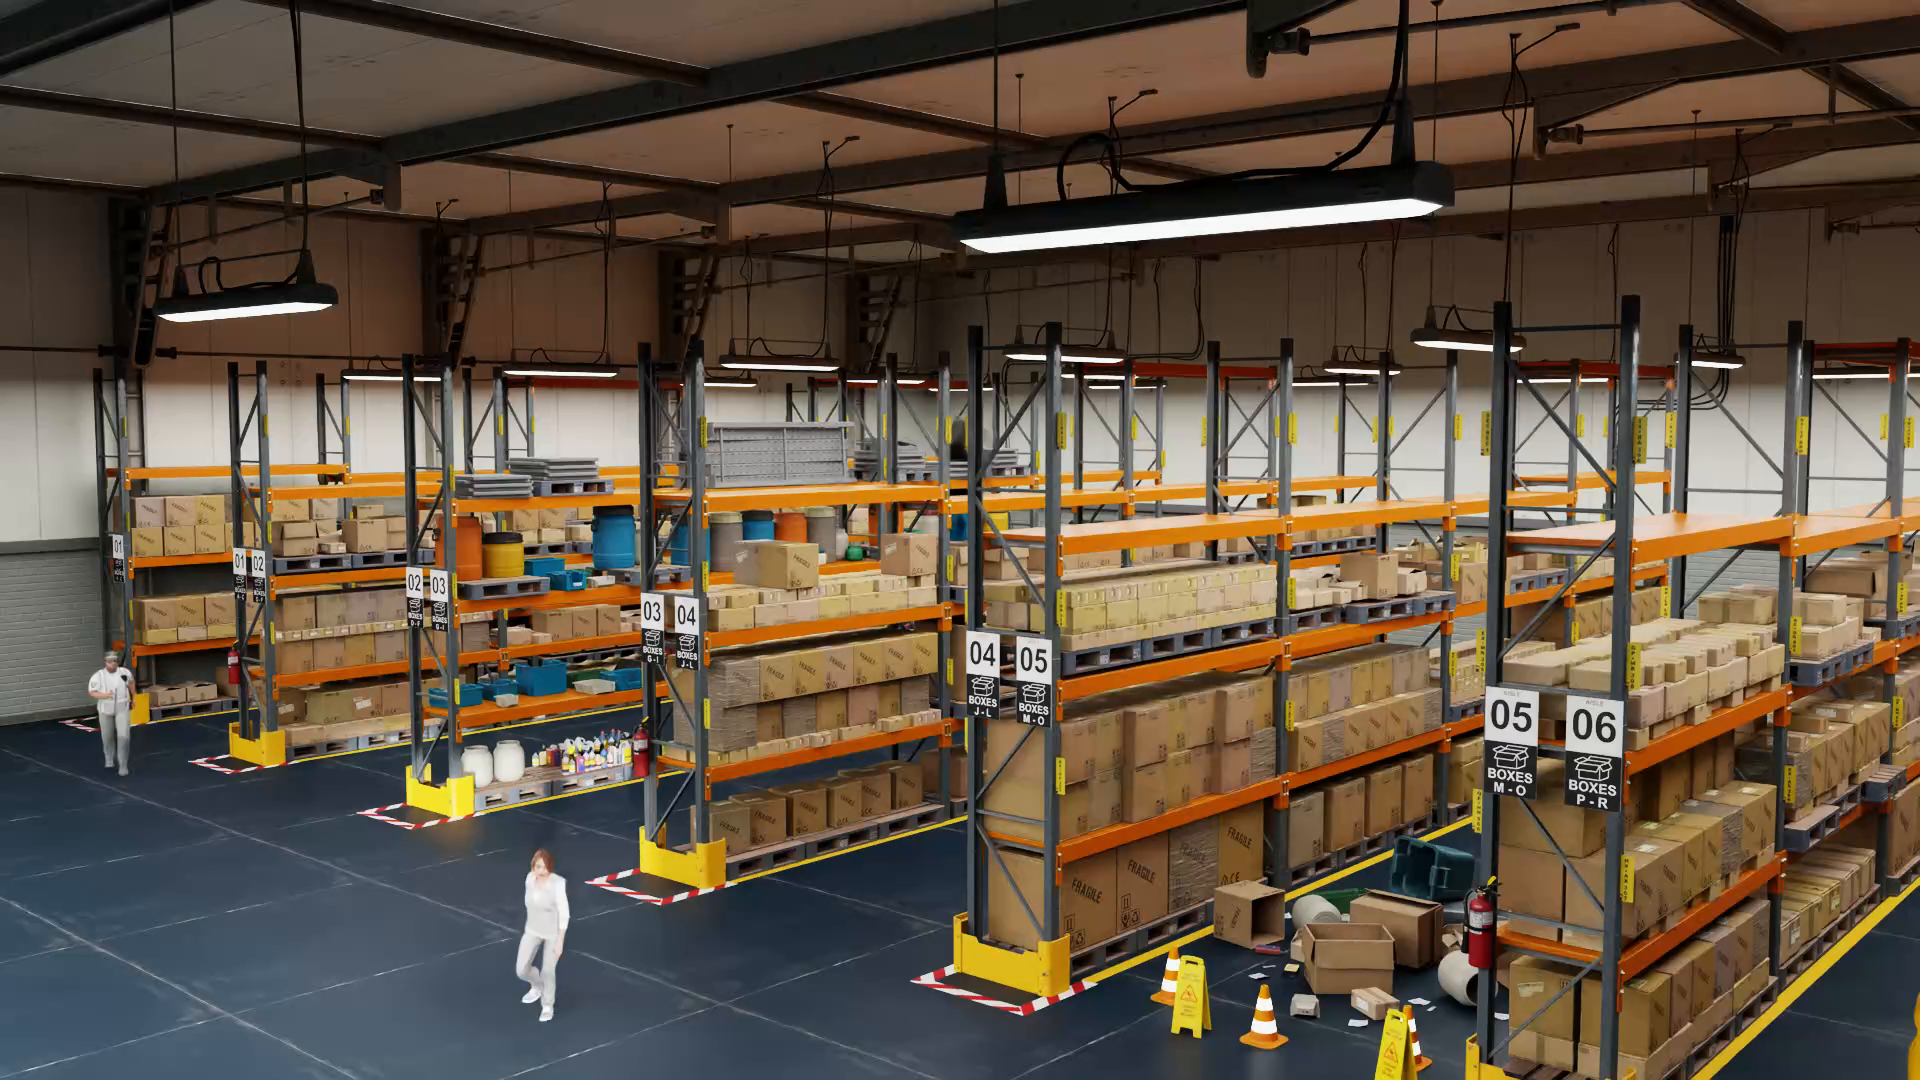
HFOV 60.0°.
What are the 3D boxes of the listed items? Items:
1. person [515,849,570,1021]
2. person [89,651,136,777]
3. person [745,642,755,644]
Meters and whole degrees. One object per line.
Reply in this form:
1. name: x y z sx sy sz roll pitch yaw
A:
1. person: -3.546 3.357 14.180 0.569 1.546 0.548 1 4 12
2. person: -12.301 2.514 24.151 0.610 1.841 0.875 -2 5 -28
3. person: -3.908 2.100 29.600 0.620 1.730 0.987 2 5 30
